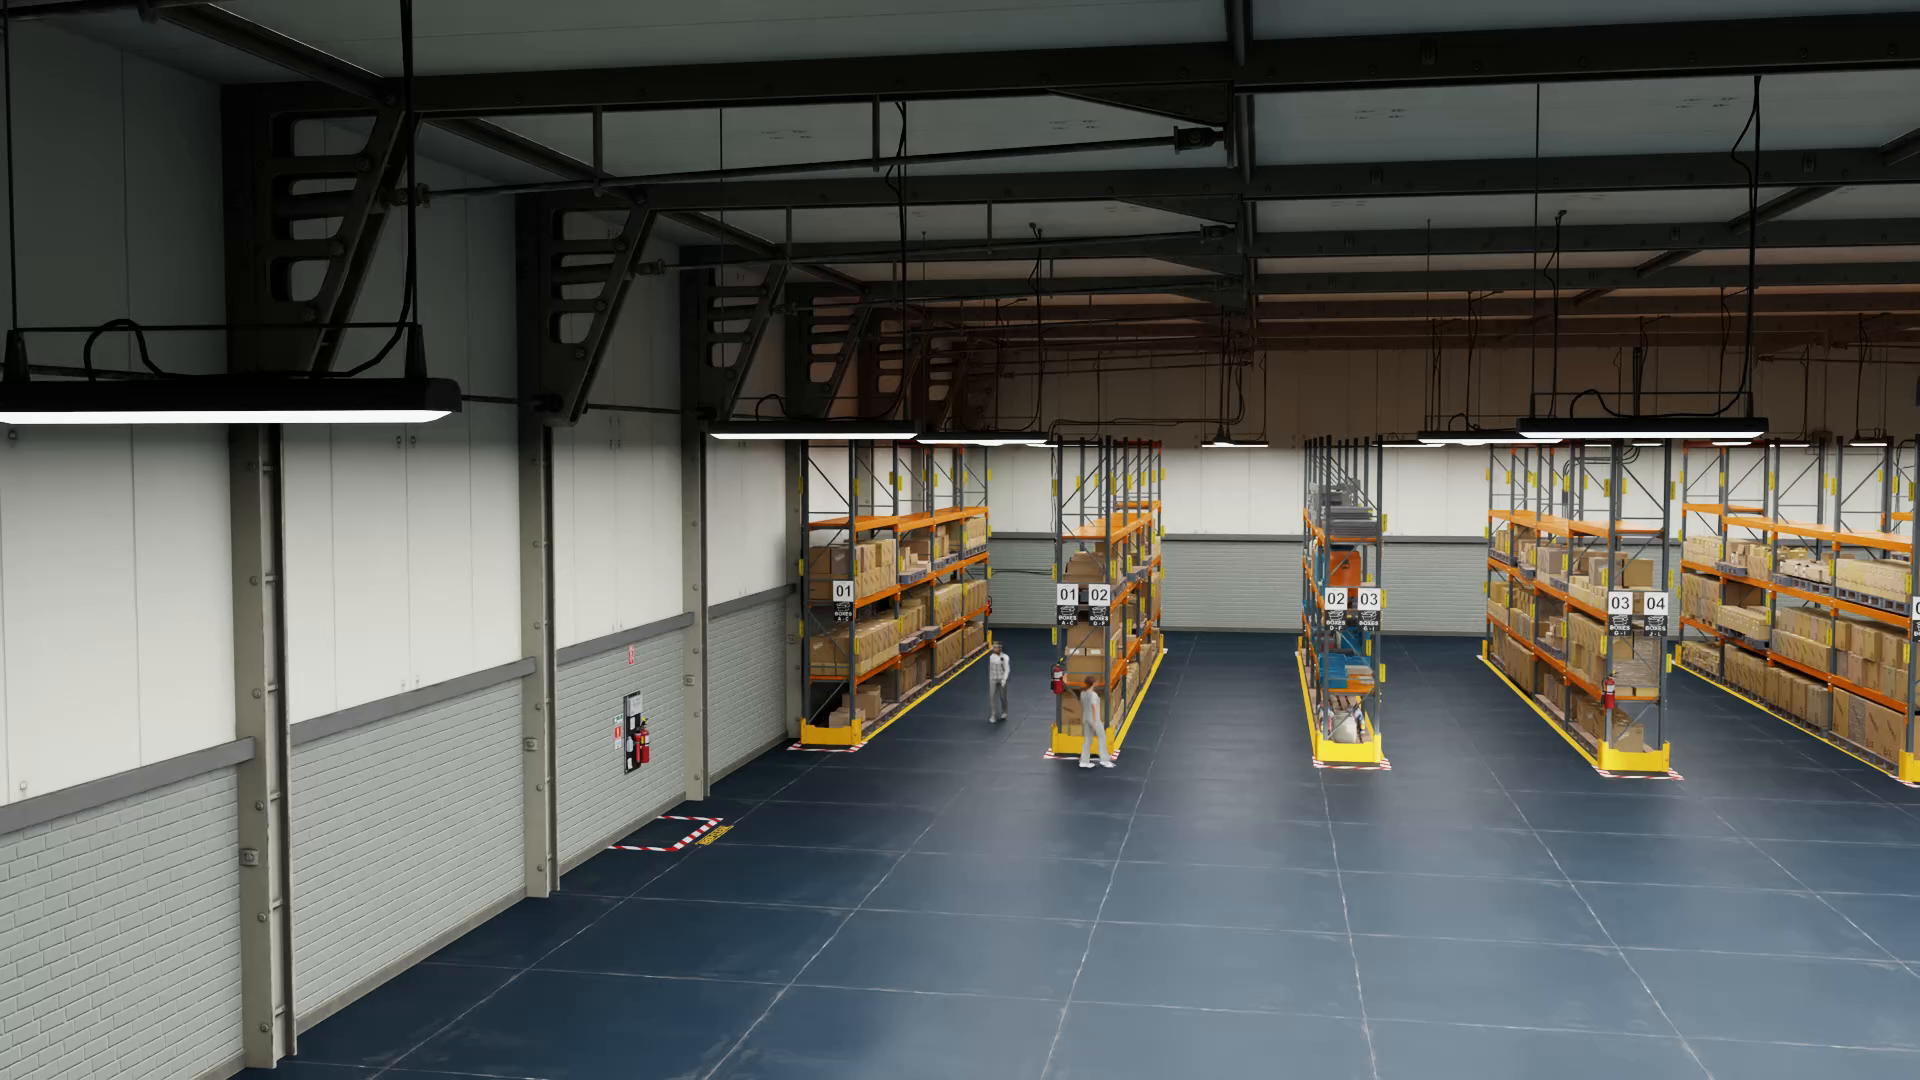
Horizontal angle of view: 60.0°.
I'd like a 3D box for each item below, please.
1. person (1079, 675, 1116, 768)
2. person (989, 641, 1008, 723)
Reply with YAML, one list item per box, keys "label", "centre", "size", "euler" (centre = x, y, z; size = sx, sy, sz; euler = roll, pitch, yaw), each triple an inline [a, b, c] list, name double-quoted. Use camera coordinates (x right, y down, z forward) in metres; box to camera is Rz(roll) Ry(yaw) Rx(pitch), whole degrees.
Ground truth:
- label: "person"
  centre: [2.442, 3.270, 30.029]
  size: [0.656, 1.681, 0.464]
  euler: [-2, 4, -34]
- label: "person"
  centre: [0.802, 2.997, 35.227]
  size: [0.439, 1.700, 0.743]
  euler: [1, 3, 19]
